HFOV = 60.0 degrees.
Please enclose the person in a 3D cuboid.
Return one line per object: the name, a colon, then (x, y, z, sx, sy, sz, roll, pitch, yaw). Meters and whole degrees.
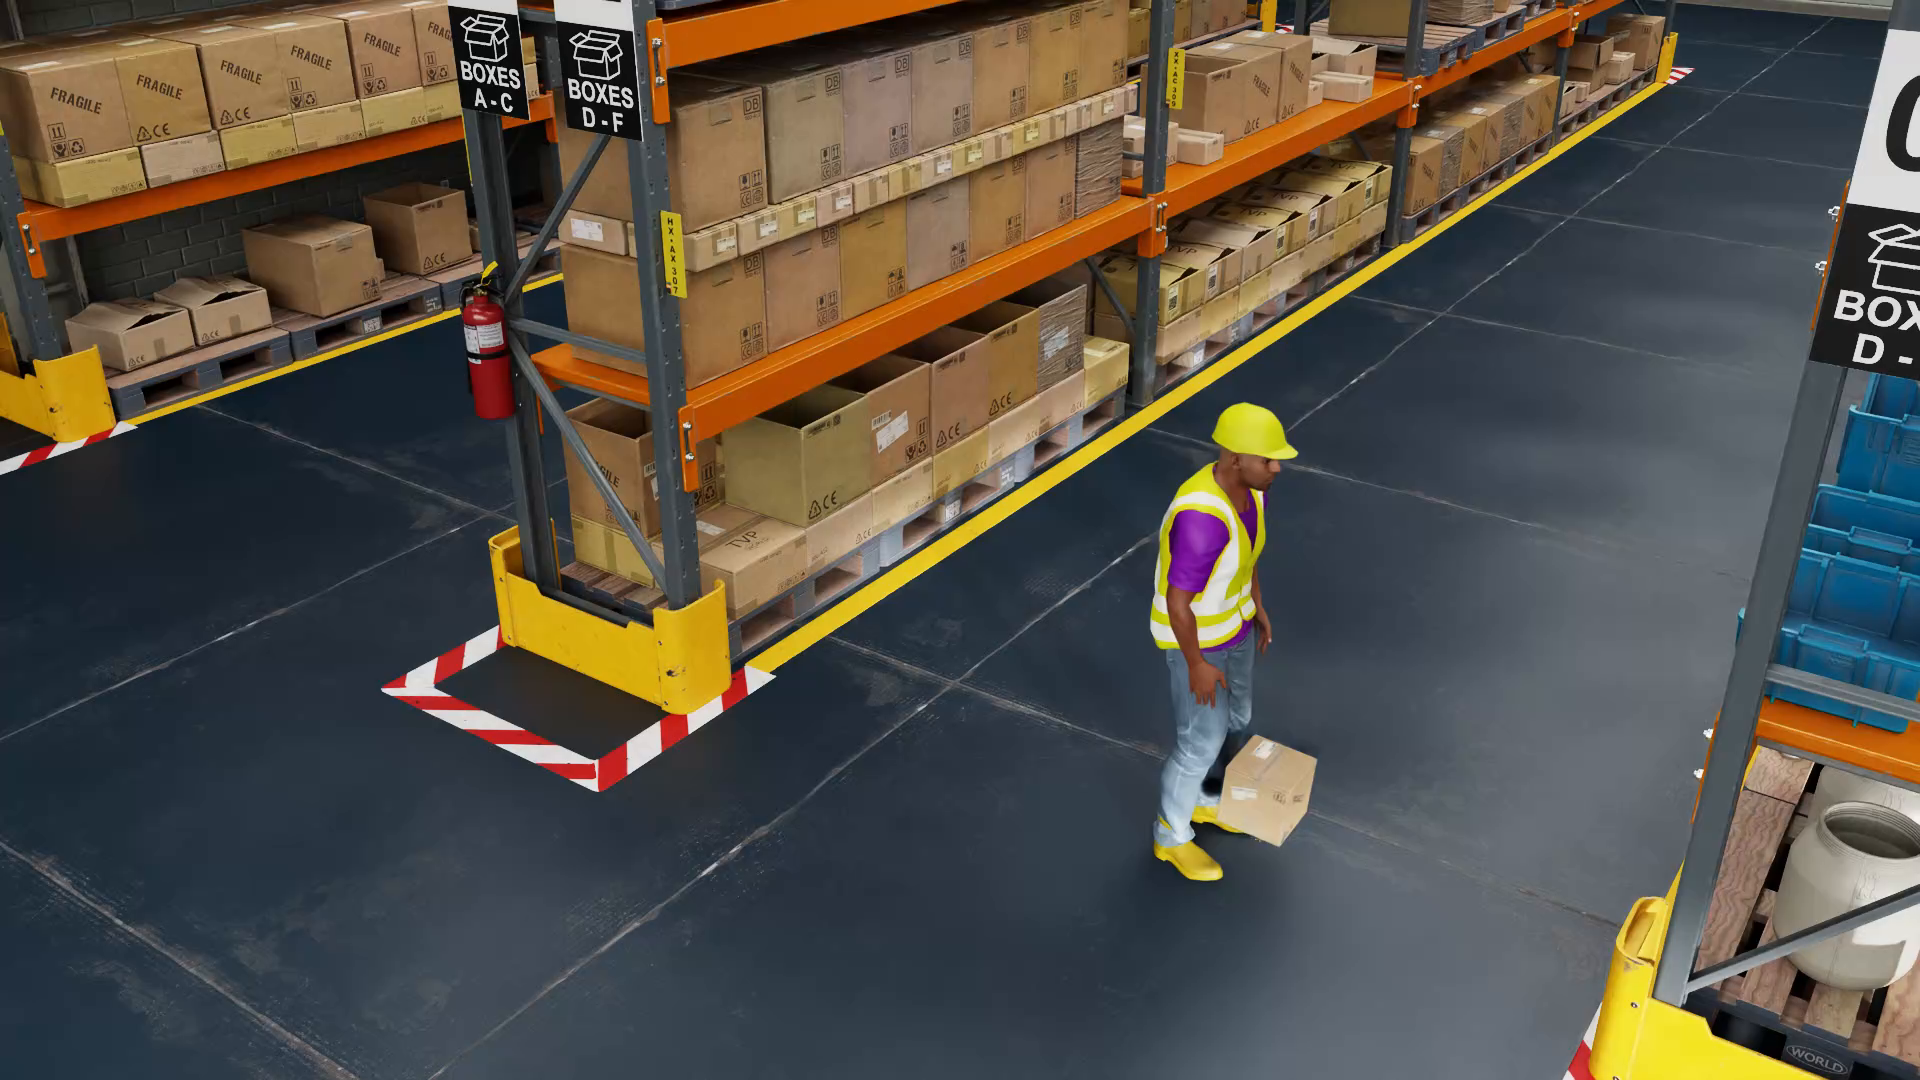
person: (0.915, 0.335, 5.931, 0.443, 1.763, 0.601, 16, 31, 29)
